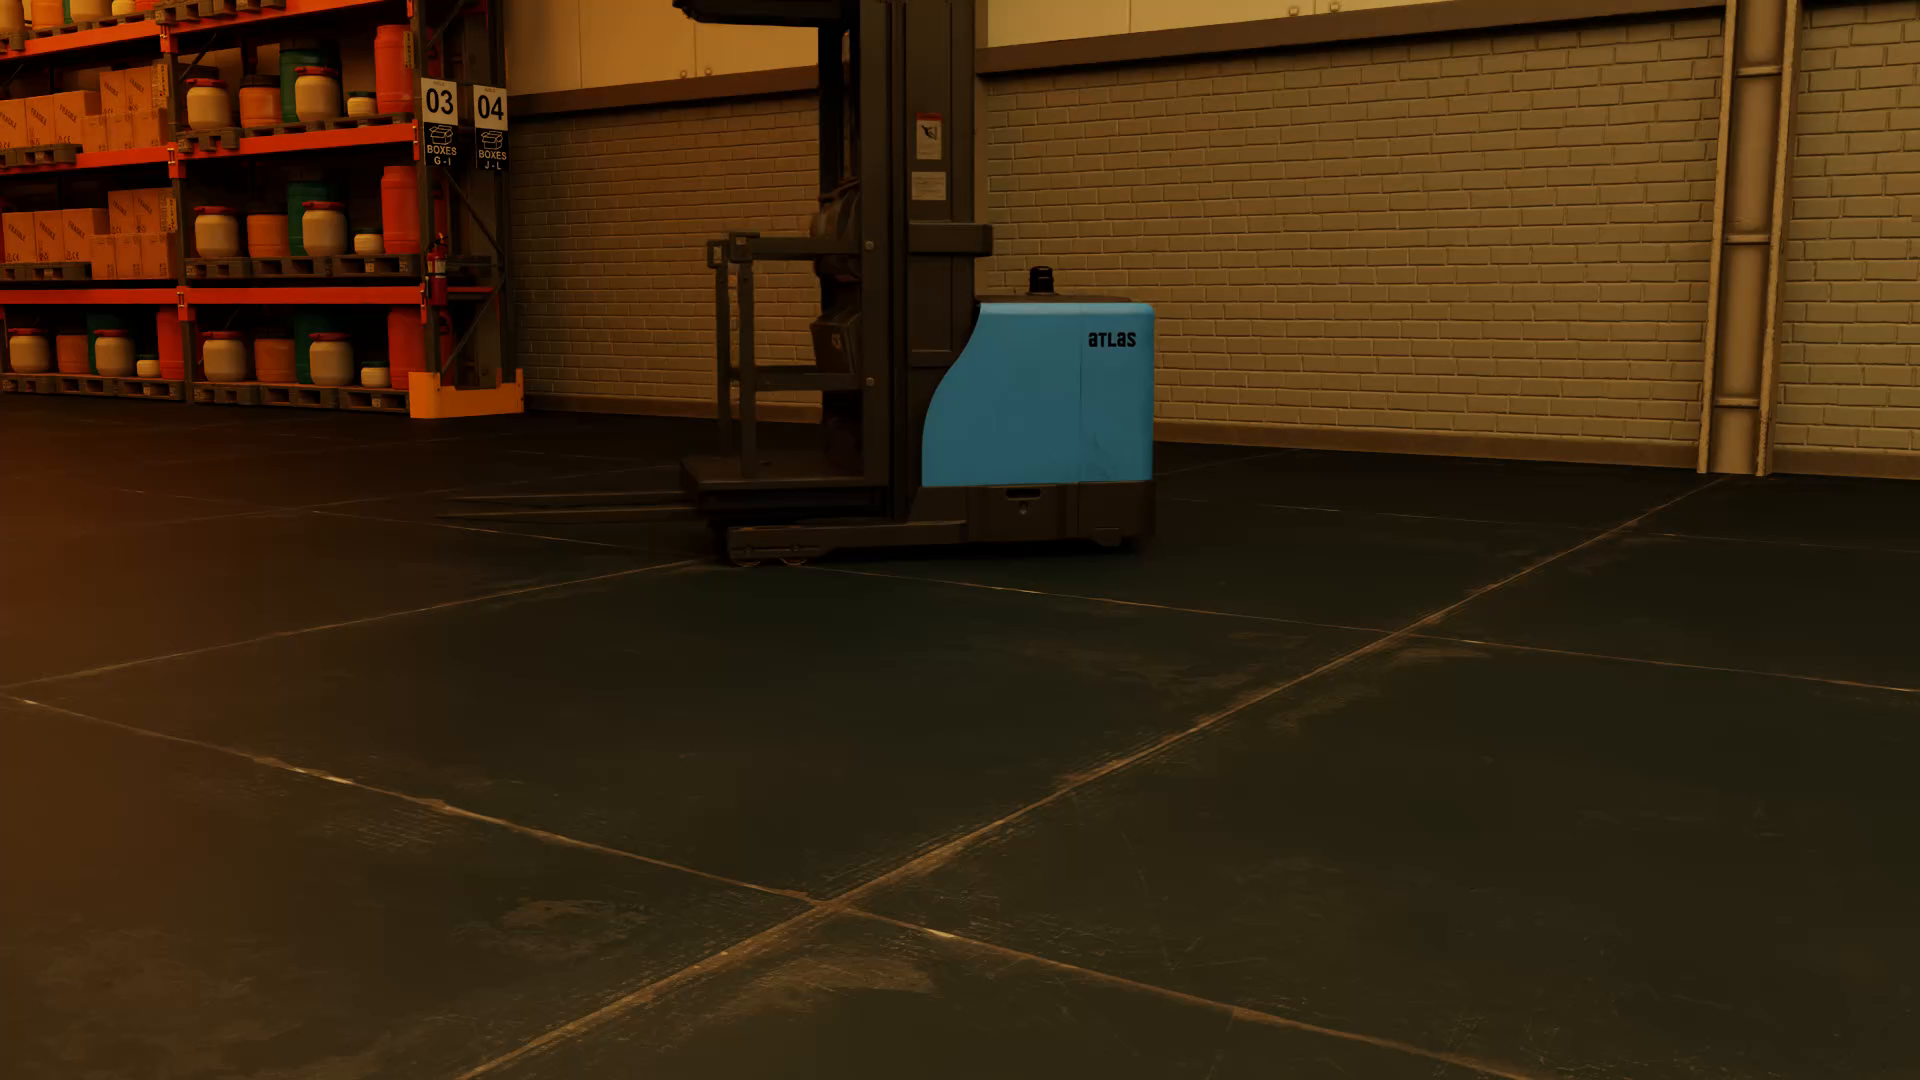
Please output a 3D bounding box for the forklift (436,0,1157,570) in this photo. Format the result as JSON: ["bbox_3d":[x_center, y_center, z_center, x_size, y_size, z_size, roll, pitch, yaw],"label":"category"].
[{"bbox_3d":[-0.705,-1.413,7.127,3.031,2.935,1.130,-3,9,-18],"label":"forklift"}]
